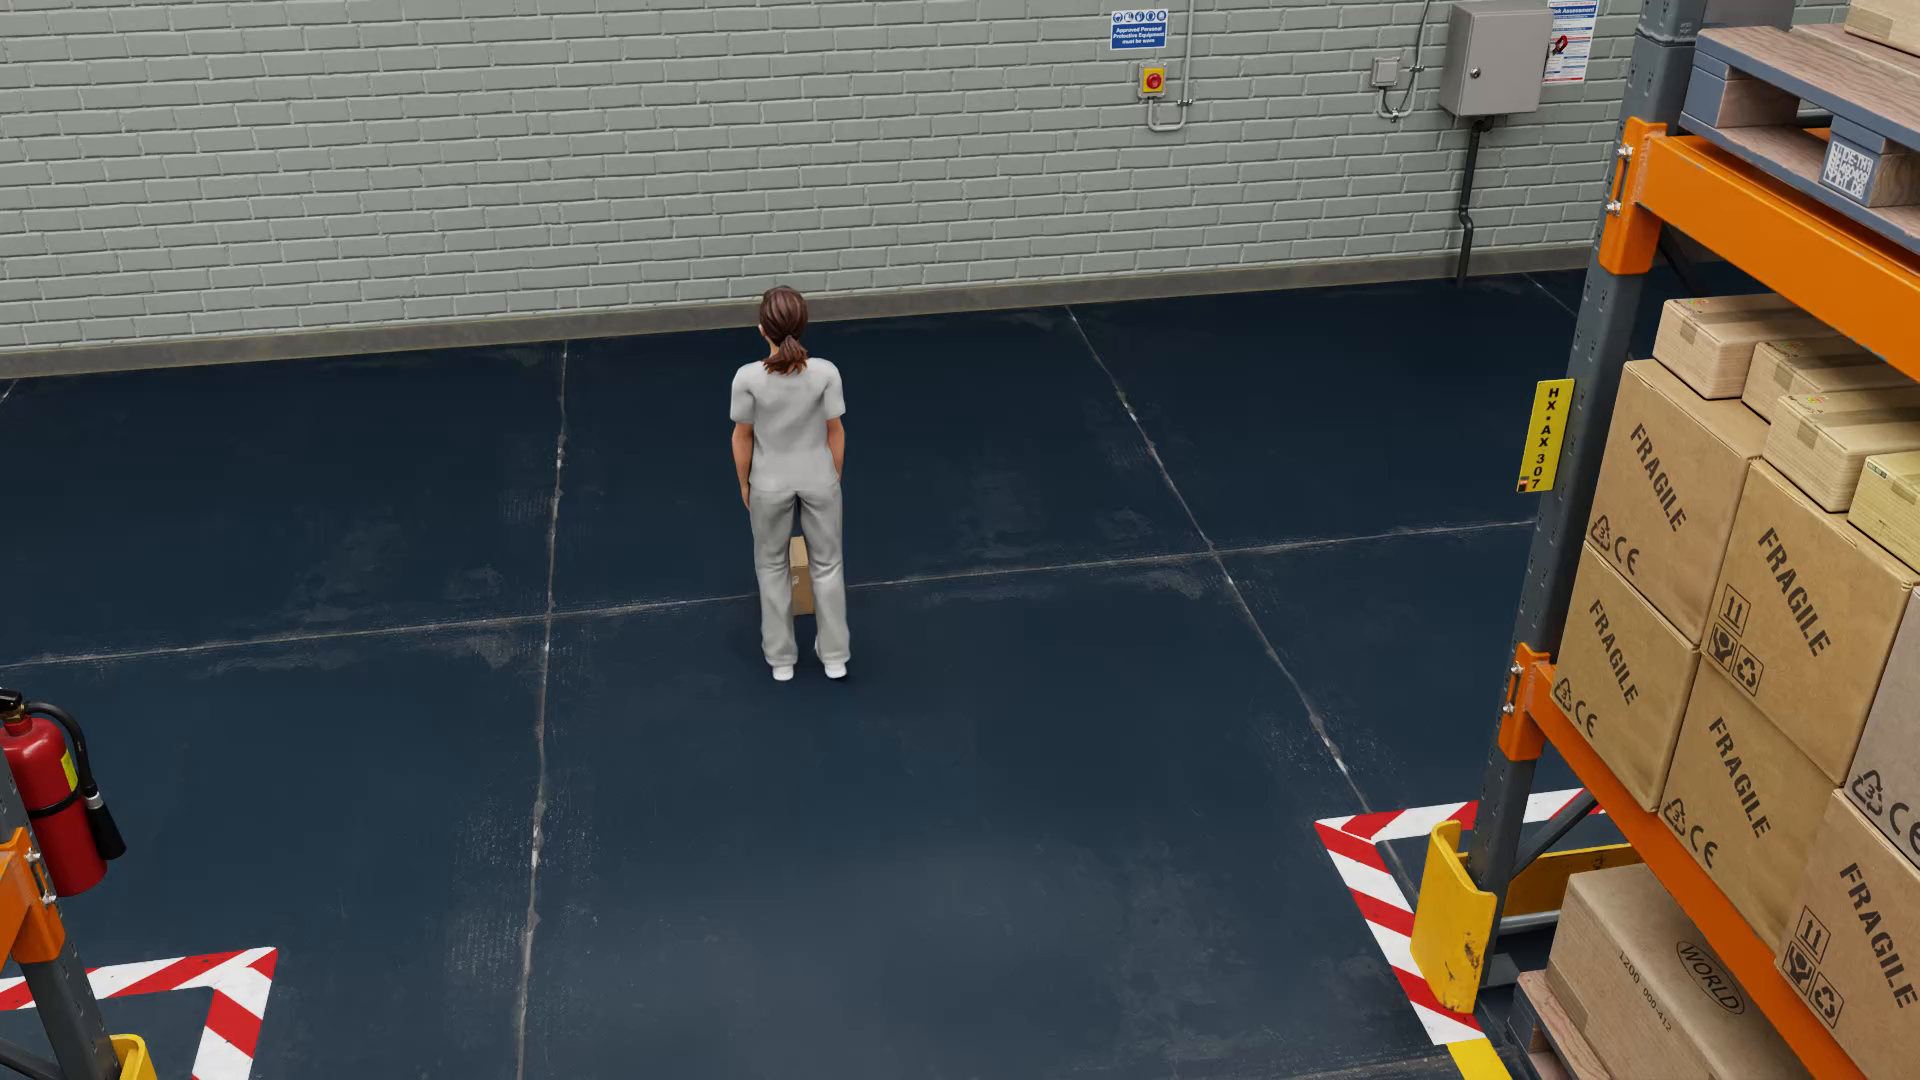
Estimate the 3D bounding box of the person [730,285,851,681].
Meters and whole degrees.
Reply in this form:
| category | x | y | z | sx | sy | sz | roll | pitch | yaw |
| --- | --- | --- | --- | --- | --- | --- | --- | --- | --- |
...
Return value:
| category | x | y | z | sx | sy | sz | roll | pitch | yaw |
| --- | --- | --- | --- | --- | --- | --- | --- | --- | --- |
| person | -0.653 | -0.199 | 6.481 | 0.437 | 1.674 | 0.364 | -5 | 31 | -8 |
